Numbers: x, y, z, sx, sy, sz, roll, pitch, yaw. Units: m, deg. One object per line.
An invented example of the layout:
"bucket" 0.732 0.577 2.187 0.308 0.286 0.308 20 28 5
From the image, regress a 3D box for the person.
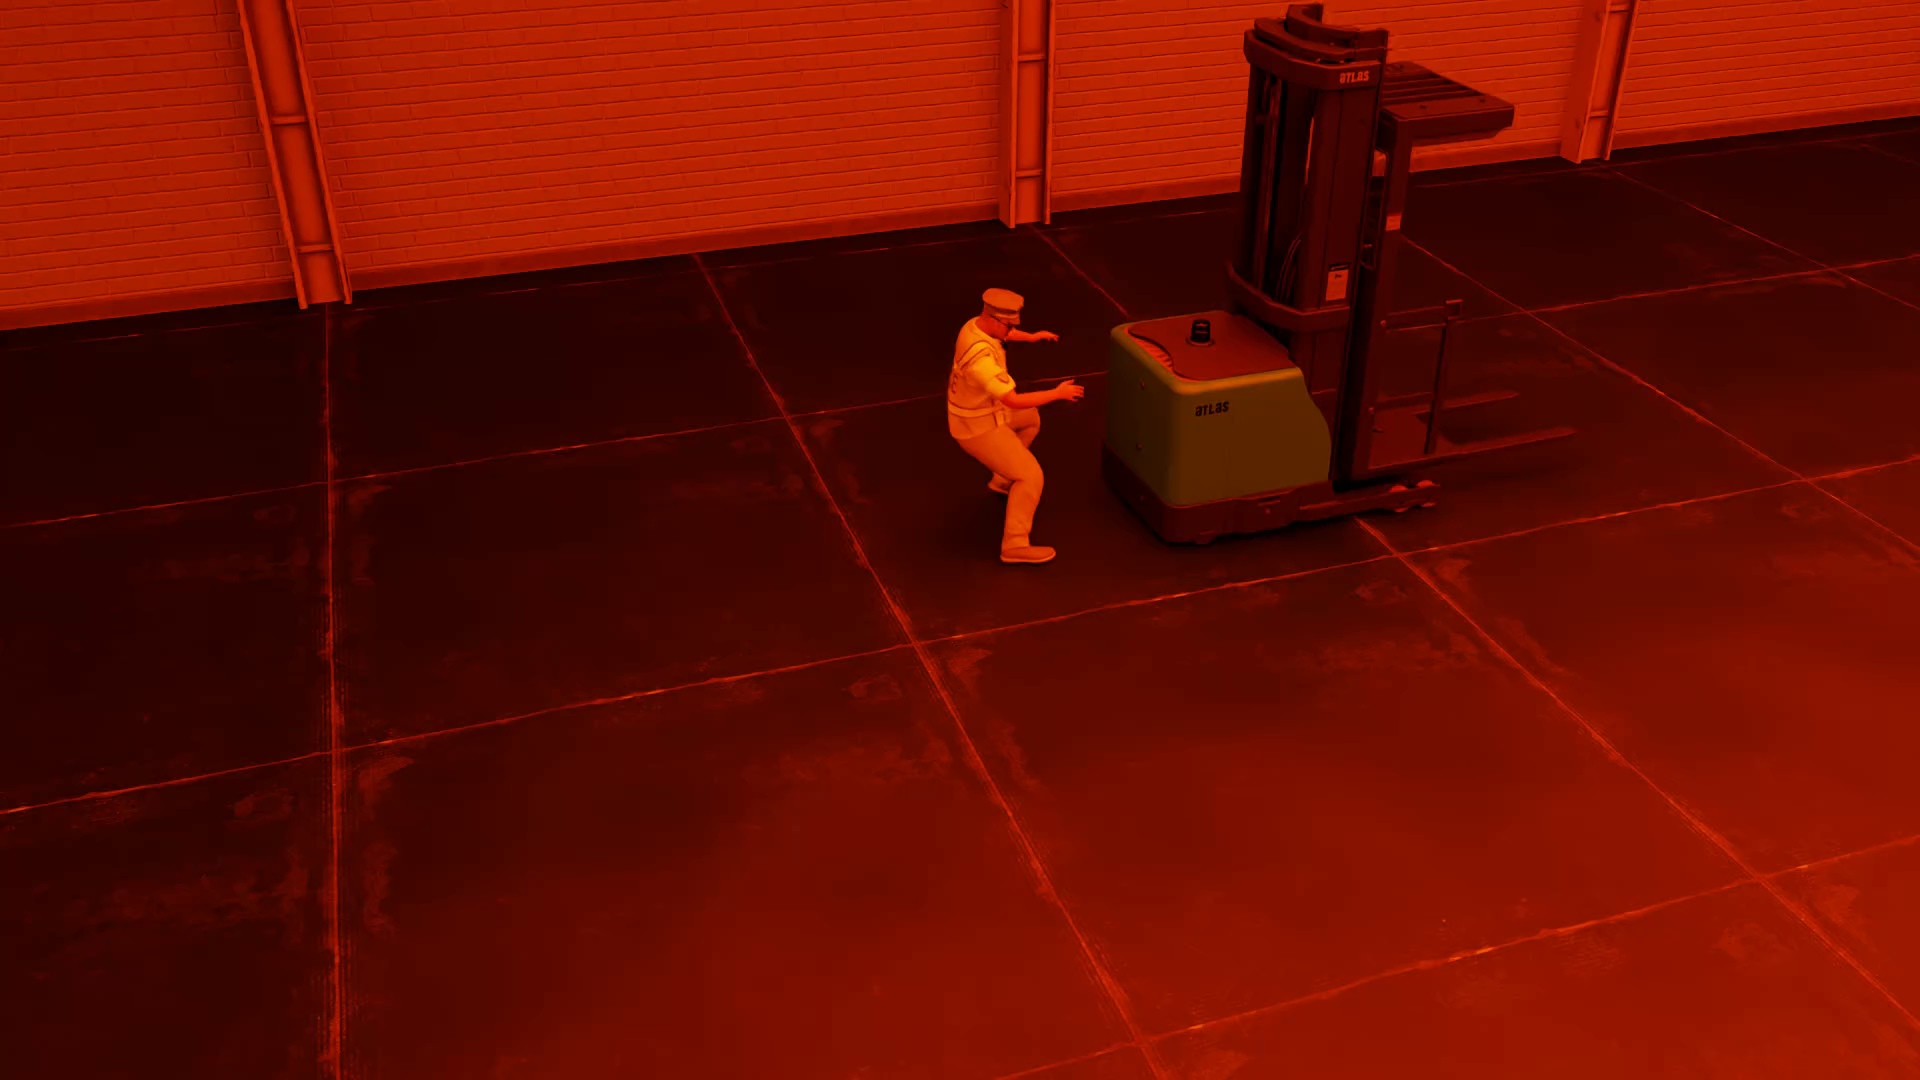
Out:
"person" 0.322 -0.765 9.819 0.787 1.530 1.006 1 30 1

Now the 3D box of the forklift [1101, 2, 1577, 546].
"forklift" 2.472 -1.679 10.005 3.031 2.935 1.130 -10 31 -17
